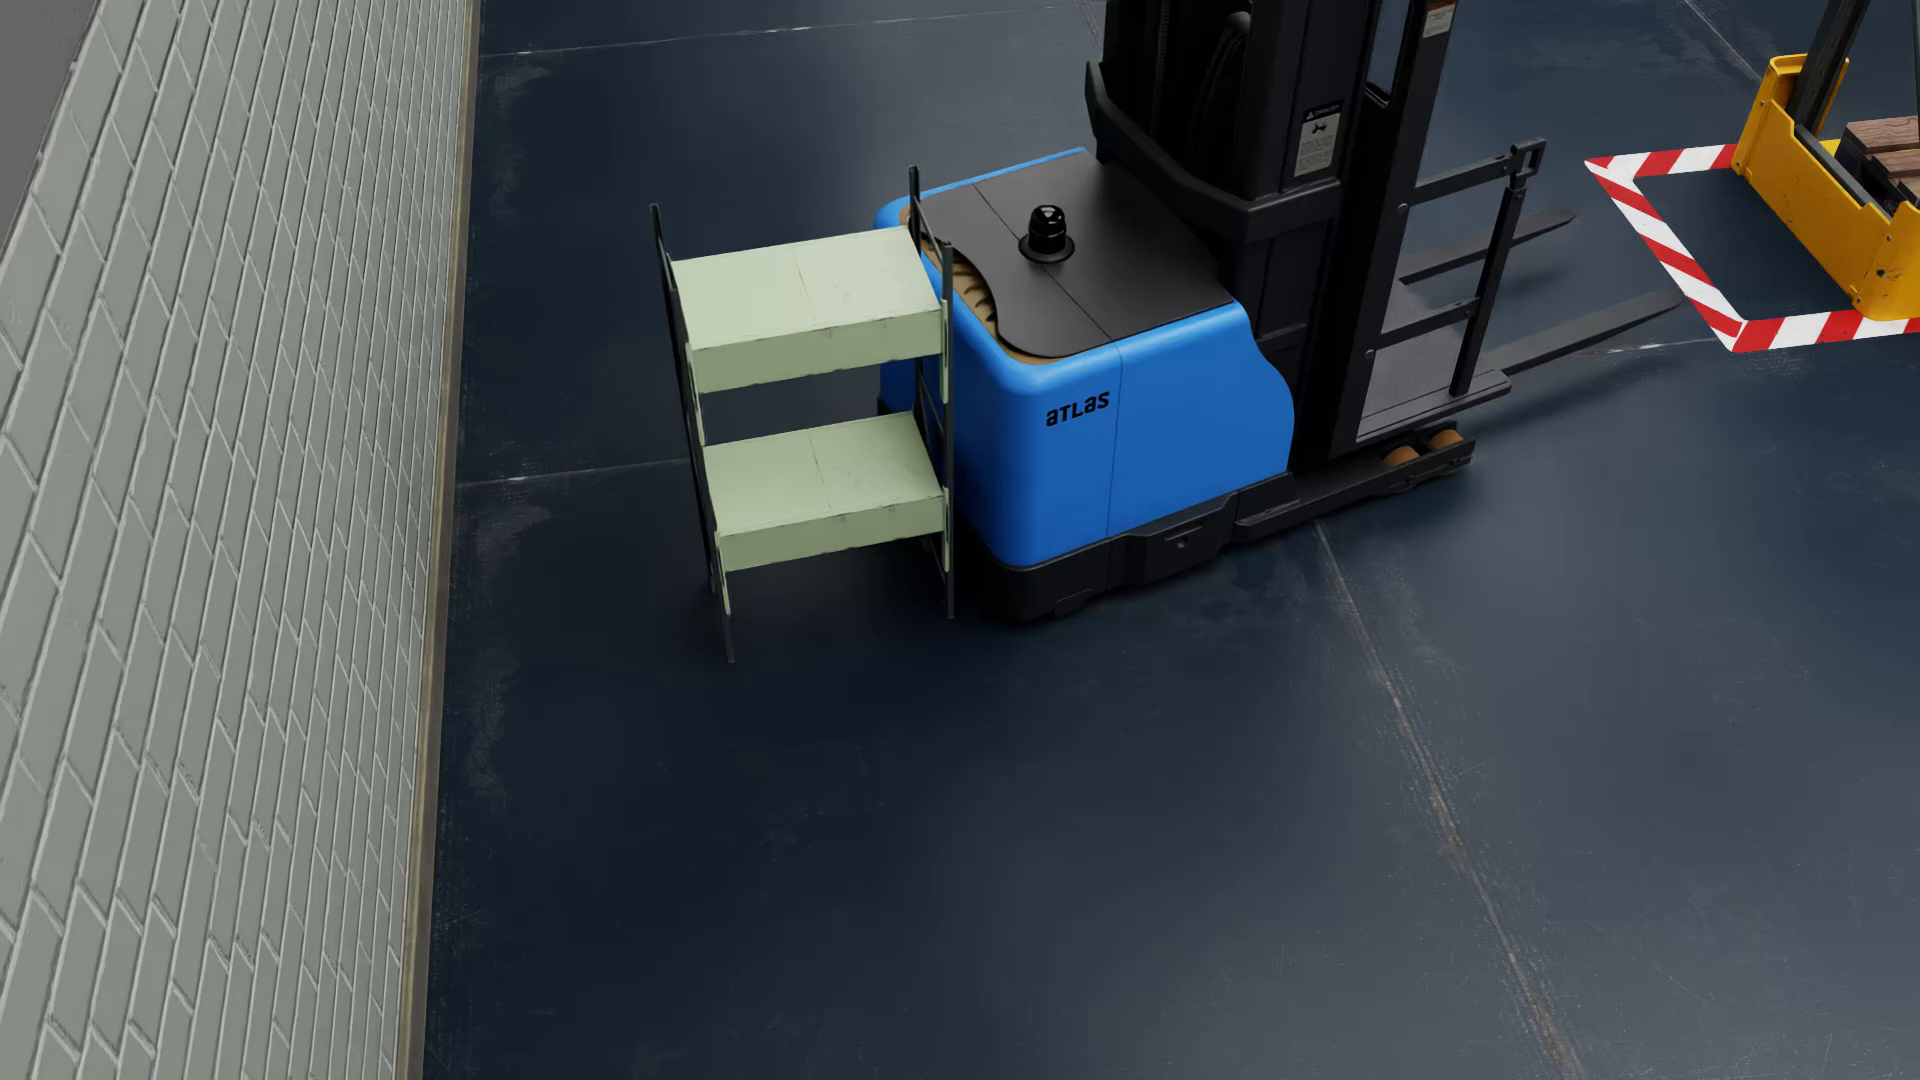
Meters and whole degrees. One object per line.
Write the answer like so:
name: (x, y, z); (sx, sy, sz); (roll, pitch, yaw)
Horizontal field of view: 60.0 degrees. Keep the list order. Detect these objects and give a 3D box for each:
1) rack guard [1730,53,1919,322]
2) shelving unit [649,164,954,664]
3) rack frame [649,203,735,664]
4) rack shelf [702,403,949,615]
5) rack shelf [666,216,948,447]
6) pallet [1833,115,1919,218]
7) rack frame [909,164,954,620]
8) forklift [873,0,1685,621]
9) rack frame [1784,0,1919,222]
rack guard: (3.662, -1.467, 6.816); (0.348, 0.500, 1.175); (-7, 46, -7)
shelving unit: (-0.435, -0.330, 5.026); (0.755, 1.500, 0.431); (-11, 47, -10)
rack frame: (-0.789, -0.261, 4.960); (0.023, 1.500, 0.400); (-11, 47, -10)
rack shelf: (-0.435, -0.103, 5.261); (0.720, 0.370, 0.431); (-11, 47, -10)
rack shelf: (-0.435, -0.600, 4.745); (0.720, 0.370, 0.431); (-11, 47, -10)
pallet: (4.503, -1.453, 7.003); (1.213, 0.211, 1.003); (-7, 46, -7)
rack frame: (-0.082, -0.398, 5.092); (0.023, 1.500, 0.400); (-11, 47, -10)
forklift: (1.261, -1.506, 5.166); (3.031, 2.935, 1.130); (-20, 49, -18)
rack frame: (3.684, -2.346, 5.928); (0.127, 3.000, 1.000); (-7, 46, -7)
